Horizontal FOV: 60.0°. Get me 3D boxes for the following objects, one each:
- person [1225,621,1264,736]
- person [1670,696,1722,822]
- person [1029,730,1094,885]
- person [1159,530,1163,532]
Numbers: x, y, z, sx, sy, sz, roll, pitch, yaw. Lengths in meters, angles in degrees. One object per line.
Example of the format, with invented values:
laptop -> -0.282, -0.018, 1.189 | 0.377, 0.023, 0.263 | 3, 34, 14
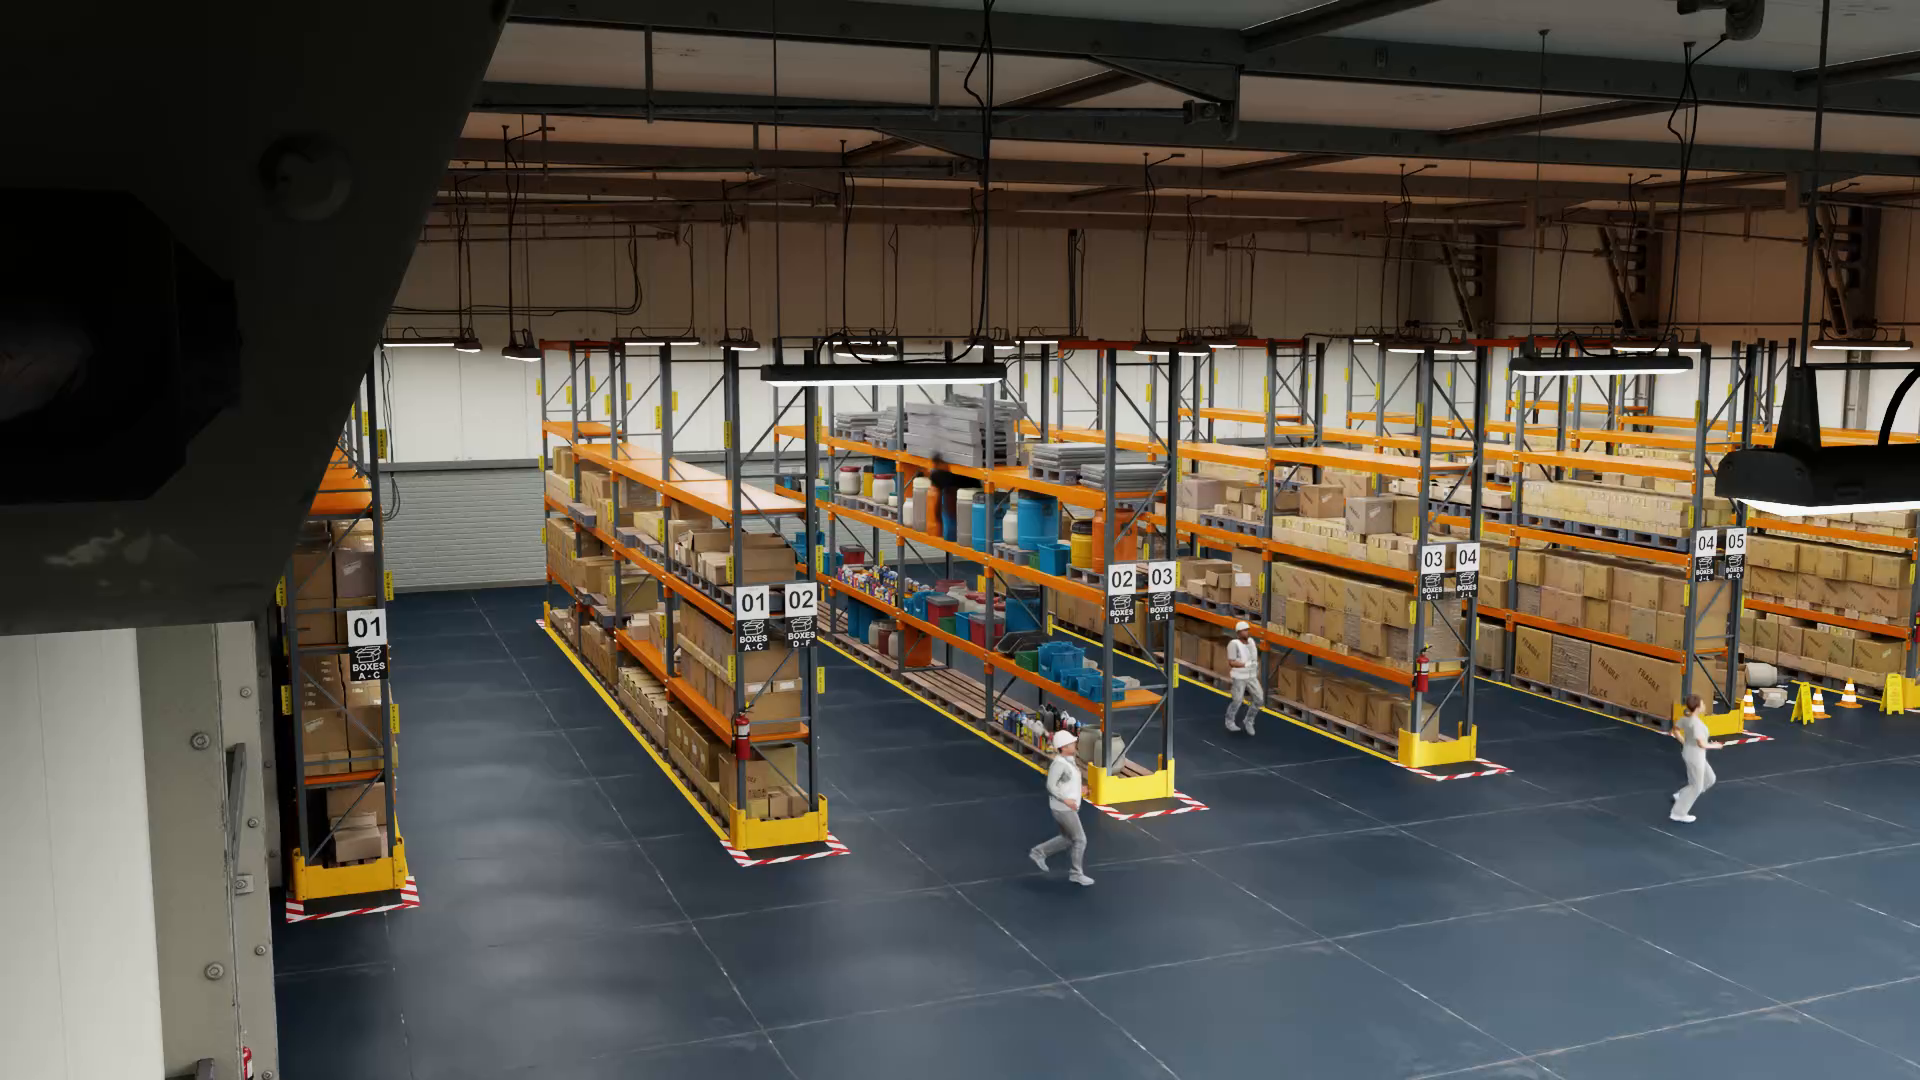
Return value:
person -> 4.379, 2.133, 25.548 | 0.649, 1.793, 0.714 | -4, 9, -30
person -> 9.371, 2.775, 21.140 | 0.582, 1.633, 0.549 | 1, 8, 9
person -> 1.153, 3.023, 18.830 | 0.758, 1.766, 0.668 | 1, 7, 7
person -> 4.463, 0.595, 37.868 | 0.628, 1.684, 0.981 | -4, 9, -30
